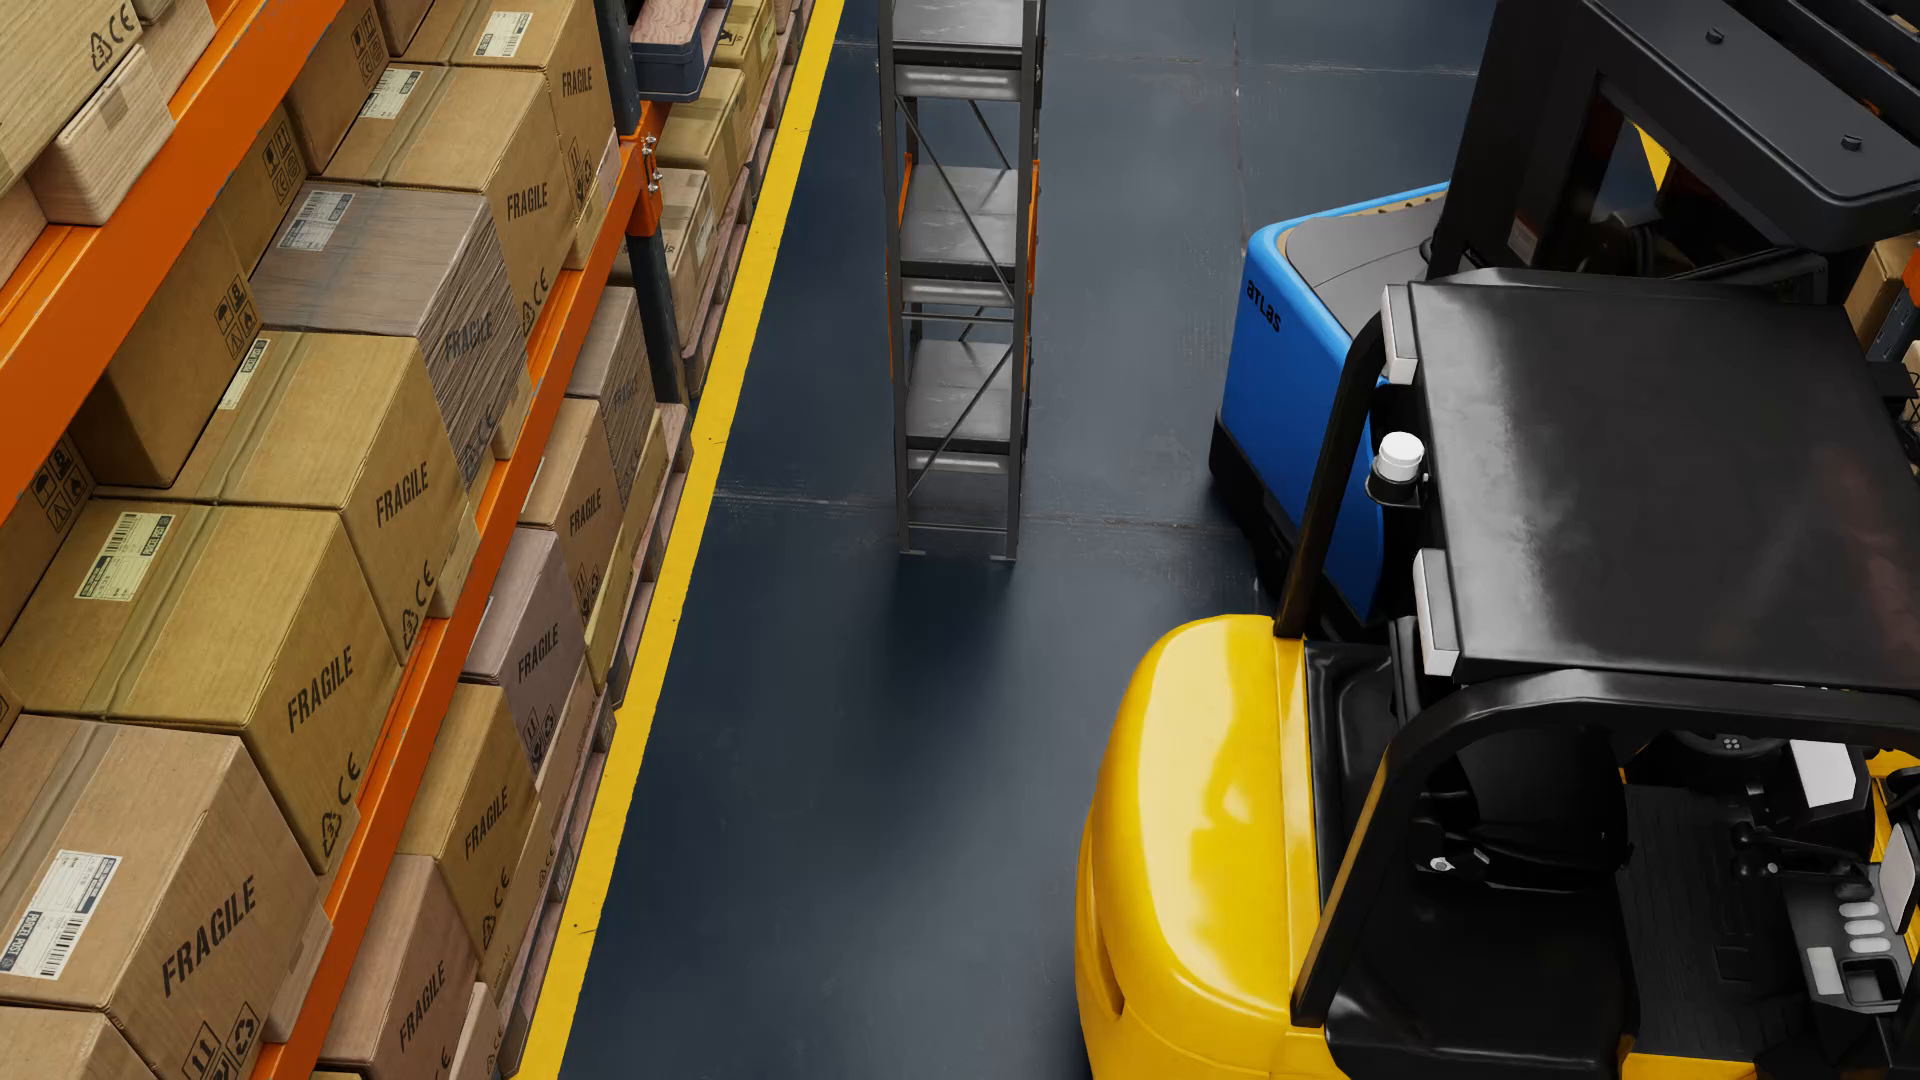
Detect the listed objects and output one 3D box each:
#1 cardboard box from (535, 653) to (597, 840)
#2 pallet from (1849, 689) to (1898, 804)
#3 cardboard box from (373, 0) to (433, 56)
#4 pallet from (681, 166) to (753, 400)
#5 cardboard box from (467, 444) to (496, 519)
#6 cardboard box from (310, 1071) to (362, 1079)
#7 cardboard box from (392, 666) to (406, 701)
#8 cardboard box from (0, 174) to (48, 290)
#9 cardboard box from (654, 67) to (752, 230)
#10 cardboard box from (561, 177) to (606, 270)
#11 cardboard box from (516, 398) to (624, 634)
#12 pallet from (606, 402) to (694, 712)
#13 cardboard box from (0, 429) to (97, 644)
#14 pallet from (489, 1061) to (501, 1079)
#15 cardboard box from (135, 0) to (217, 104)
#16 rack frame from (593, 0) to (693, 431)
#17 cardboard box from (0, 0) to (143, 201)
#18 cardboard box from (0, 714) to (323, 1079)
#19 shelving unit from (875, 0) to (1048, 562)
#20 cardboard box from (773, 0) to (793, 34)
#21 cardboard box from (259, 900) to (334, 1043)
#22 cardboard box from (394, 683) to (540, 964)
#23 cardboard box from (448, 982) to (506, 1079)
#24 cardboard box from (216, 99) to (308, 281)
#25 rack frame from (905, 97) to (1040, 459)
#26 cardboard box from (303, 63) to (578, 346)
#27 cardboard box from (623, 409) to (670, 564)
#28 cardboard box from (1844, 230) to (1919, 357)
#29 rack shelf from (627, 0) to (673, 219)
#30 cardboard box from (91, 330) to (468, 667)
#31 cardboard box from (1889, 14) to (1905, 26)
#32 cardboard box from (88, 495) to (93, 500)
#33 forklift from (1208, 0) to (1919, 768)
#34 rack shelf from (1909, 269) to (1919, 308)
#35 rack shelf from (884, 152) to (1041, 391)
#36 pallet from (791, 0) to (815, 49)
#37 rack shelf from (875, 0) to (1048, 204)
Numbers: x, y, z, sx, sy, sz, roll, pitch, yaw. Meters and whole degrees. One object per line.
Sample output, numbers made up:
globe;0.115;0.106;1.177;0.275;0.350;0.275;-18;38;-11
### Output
cardboard box;-1.366;0.567;4.777;0.500;0.250;0.500;5;48;4
pallet;3.339;0.417;5.226;1.003;0.211;1.213;4;48;4
cardboard box;-1.747;-1.600;4.234;0.700;0.500;0.500;3;48;3
pallet;-1.421;-1.068;6.584;1.003;0.211;1.213;4;48;4
cardboard box;-1.359;-0.163;4.036;0.380;0.149;0.250;3;48;3
cardboard box;-1.505;1.444;3.467;0.500;0.500;0.500;2;48;2
cardboard box;-1.427;0.210;3.696;0.380;0.149;0.250;3;48;2
cardboard box;-1.490;-0.418;2.237;0.380;0.149;0.250;3;48;2
cardboard box;-1.383;-1.606;6.682;0.950;0.372;0.625;7;48;6
cardboard box;-1.232;-0.912;4.722;0.380;0.149;0.250;5;48;4
cardboard box;-1.322;-0.077;4.859;0.500;0.500;0.500;5;48;4
pallet;-1.517;0.000;5.607;1.003;0.211;1.213;4;48;4
cardboard box;-2.028;-0.113;2.873;0.700;0.500;0.500;3;48;3
pallet;-1.739;1.793;3.967;1.003;0.211;1.213;4;48;4
cardboard box;-1.404;-0.793;2.580;0.380;0.149;0.250;3;48;2
rack frame;-1.491;-1.437;5.032;1.000;3.000;0.127;4;48;4
cardboard box;-1.466;-0.662;2.190;0.500;0.250;0.500;5;48;5
cardboard box;-1.492;0.658;2.846;0.500;0.500;0.500;5;48;5
shelving unit;0.015;-0.830;5.086;0.431;2.100;0.503;4;48;4
cardboard box;-1.247;-2.674;7.659;0.950;0.372;0.625;3;48;3
cardboard box;-1.435;0.792;3.163;0.380;0.149;0.250;5;48;4
cardboard box;-1.407;0.691;4.156;0.500;0.500;0.500;5;48;4
cardboard box;-1.452;1.340;4.071;0.500;0.250;0.500;5;48;5
cardboard box;-1.888;-0.859;3.556;0.700;0.500;0.500;3;48;3
rack frame;0.037;-1.010;5.250;0.400;2.100;0.015;4;48;4
cardboard box;-1.323;-0.849;4.225;0.500;0.500;0.500;5;48;5
cardboard box;-1.277;-0.198;5.477;0.500;0.250;0.500;6;48;5
cardboard box;3.489;-0.831;5.802;0.875;0.625;0.625;6;48;5
rack shelf;-1.308;-2.664;6.641;1.077;0.370;4.000;4;48;4
cardboard box;-1.408;-0.091;3.531;0.500;0.500;0.500;3;48;3
cardboard box;3.279;-1.813;5.477;0.500;0.250;0.500;4;48;3
cardboard box;-1.916;-0.156;3.590;0.500;0.500;0.500;4;48;4
forklift;1.877;-0.344;4.078;1.130;2.935;3.031;-16;49;-14
rack shelf;3.271;0.606;3.650;1.077;0.370;4.000;4;48;4
rack shelf;0.015;-0.821;5.097;0.431;0.518;0.480;4;48;4
pallet;-1.199;-2.861;8.224;1.003;0.211;1.213;4;48;4
rack shelf;0.015;-1.294;4.580;0.431;0.518;0.480;4;48;4
